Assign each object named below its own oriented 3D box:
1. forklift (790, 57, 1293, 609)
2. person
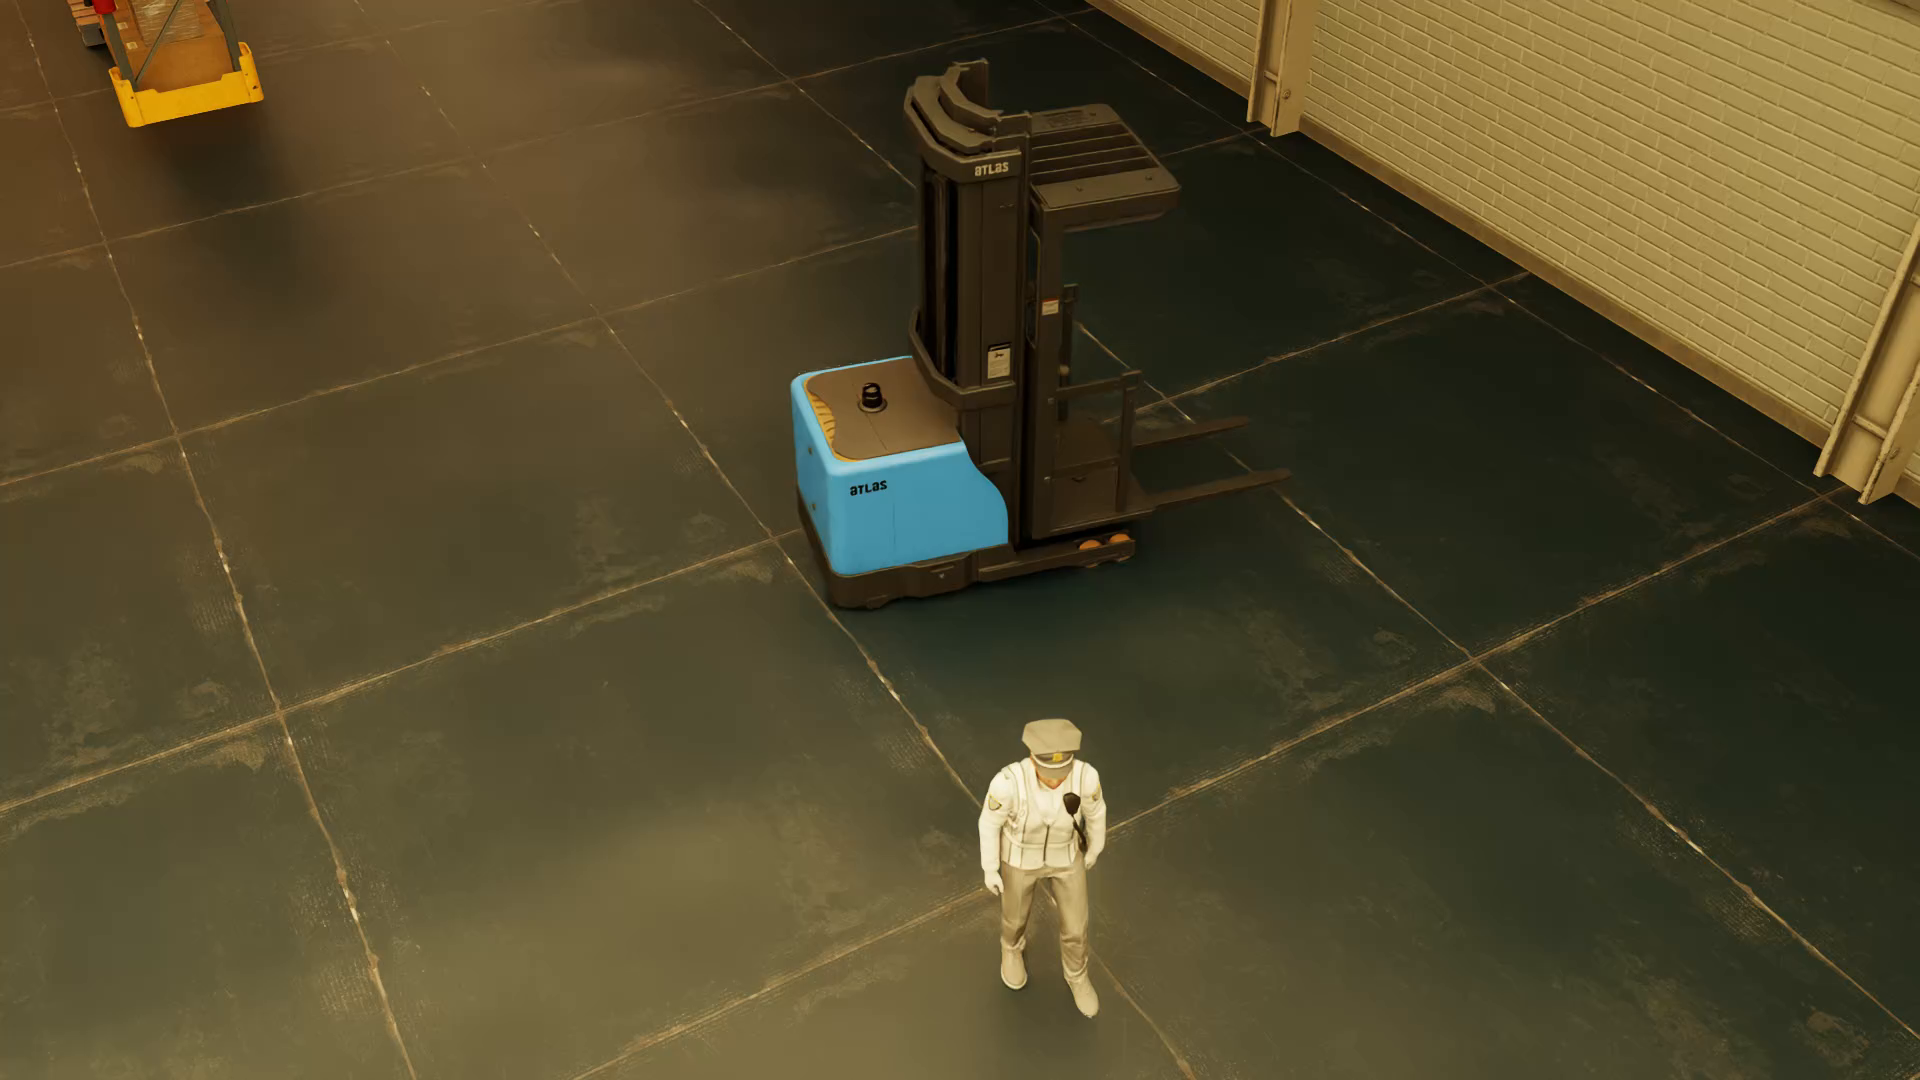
[{"bbox_3d":[0.558,-1.272,9.570,3.031,2.935,1.130,-12,41,-14],"label":"forklift"},{"bbox_3d":[0.367,1.444,7.318,0.560,1.692,0.458,-3,40,-4],"label":"person"}]
